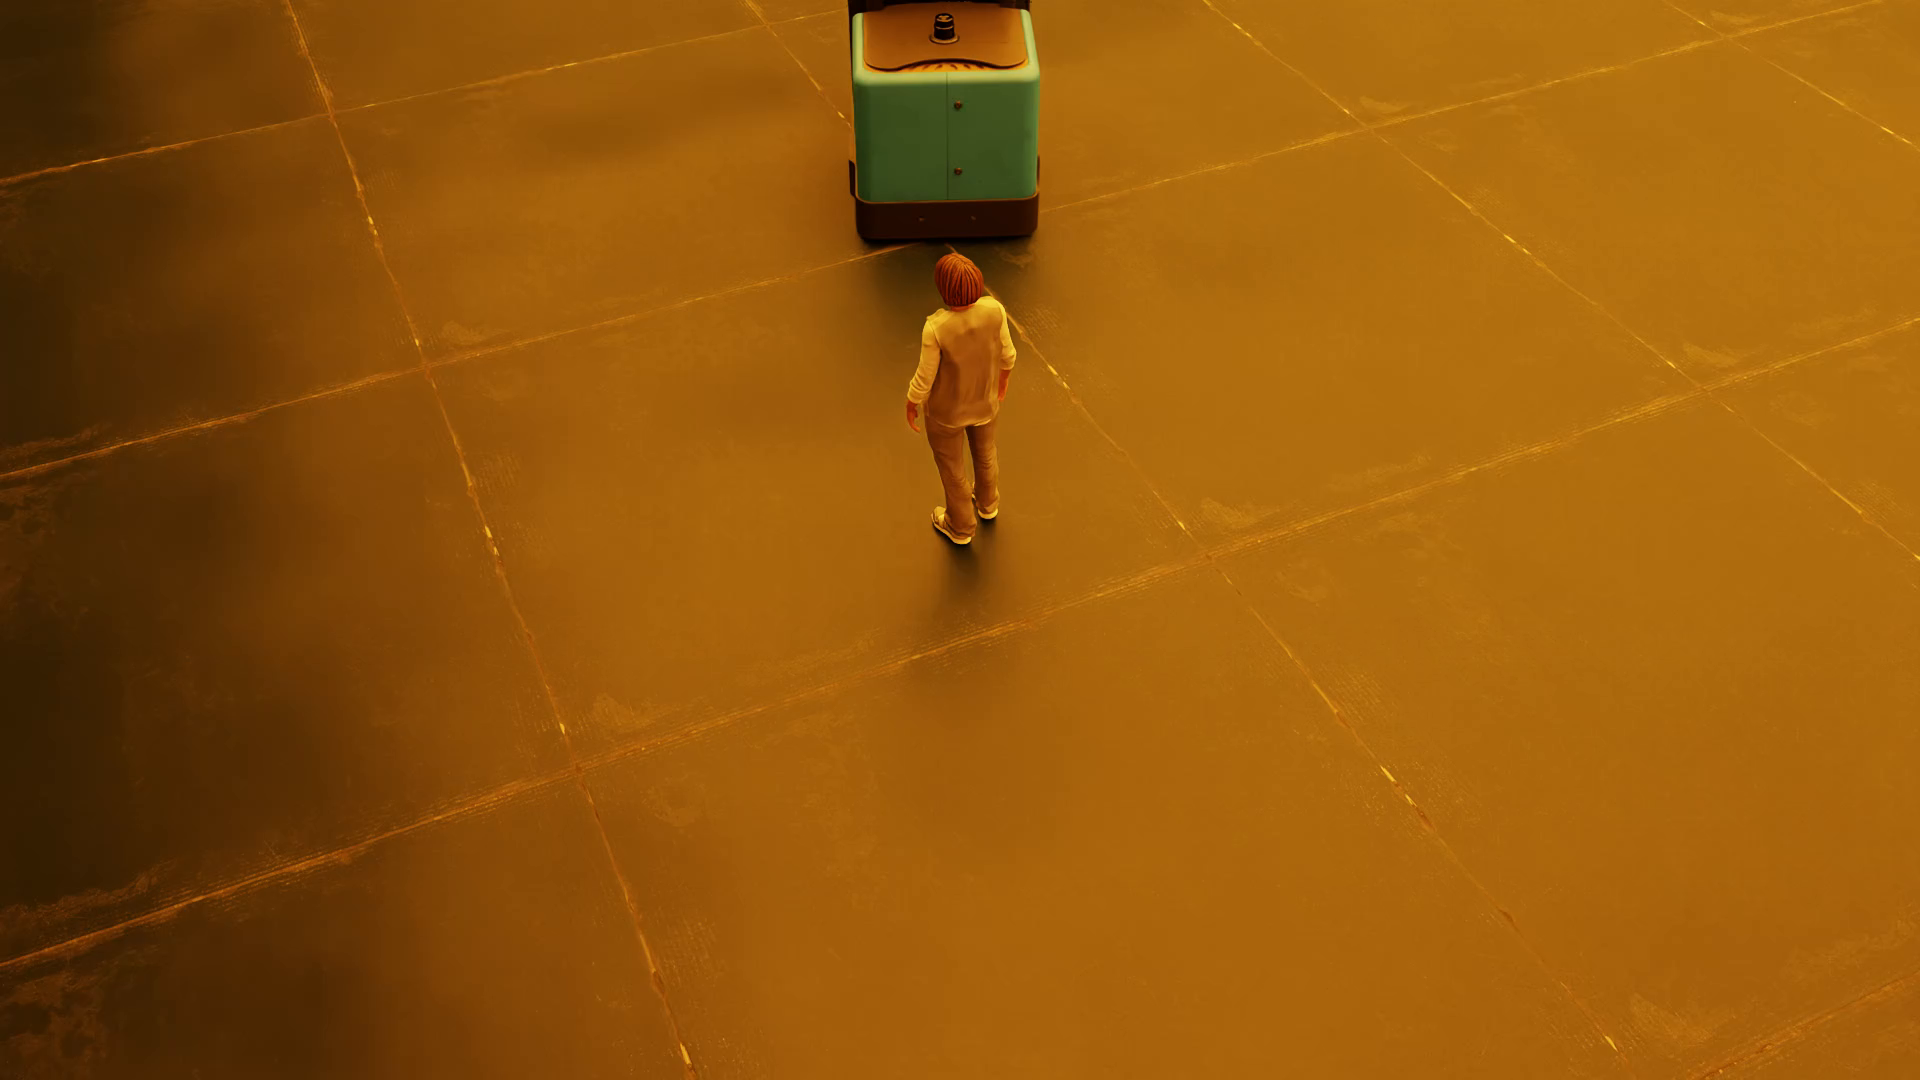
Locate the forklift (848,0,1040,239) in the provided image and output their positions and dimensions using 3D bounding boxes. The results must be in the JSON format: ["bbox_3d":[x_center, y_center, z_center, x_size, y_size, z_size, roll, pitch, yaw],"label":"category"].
[{"bbox_3d":[-0.139,-3.795,9.747,1.130,2.935,3.031,-2,43,-2],"label":"forklift"}]

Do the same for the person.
[{"bbox_3d":[-0.018,-0.640,7.332,0.520,1.599,0.473,-18,46,-18],"label":"person"}]
